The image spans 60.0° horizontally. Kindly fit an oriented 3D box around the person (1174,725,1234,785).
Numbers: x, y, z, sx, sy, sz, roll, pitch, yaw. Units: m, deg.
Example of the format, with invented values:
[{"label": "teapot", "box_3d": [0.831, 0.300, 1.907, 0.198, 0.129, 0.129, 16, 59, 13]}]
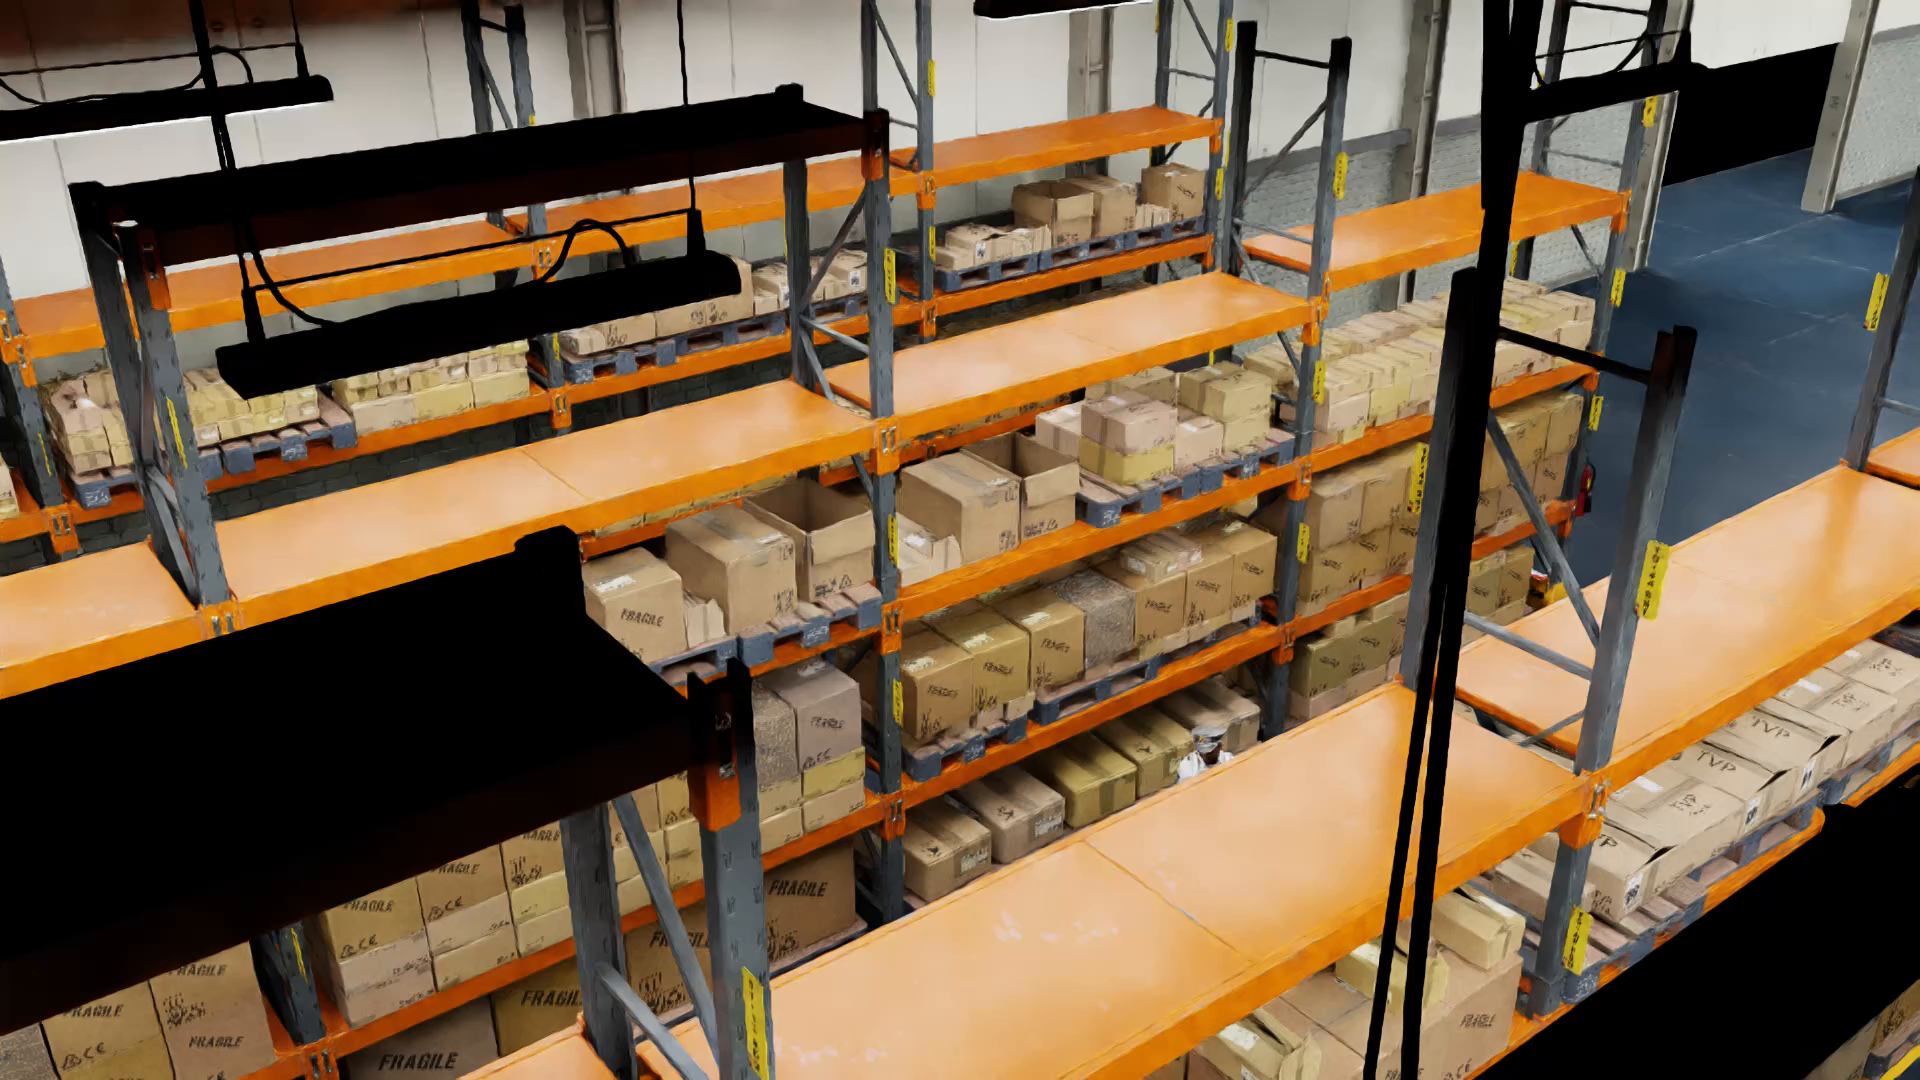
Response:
[{"label": "person", "box_3d": [1.740, 2.061, 11.980, 0.551, 1.661, 0.554, -5, 27, -11]}]
